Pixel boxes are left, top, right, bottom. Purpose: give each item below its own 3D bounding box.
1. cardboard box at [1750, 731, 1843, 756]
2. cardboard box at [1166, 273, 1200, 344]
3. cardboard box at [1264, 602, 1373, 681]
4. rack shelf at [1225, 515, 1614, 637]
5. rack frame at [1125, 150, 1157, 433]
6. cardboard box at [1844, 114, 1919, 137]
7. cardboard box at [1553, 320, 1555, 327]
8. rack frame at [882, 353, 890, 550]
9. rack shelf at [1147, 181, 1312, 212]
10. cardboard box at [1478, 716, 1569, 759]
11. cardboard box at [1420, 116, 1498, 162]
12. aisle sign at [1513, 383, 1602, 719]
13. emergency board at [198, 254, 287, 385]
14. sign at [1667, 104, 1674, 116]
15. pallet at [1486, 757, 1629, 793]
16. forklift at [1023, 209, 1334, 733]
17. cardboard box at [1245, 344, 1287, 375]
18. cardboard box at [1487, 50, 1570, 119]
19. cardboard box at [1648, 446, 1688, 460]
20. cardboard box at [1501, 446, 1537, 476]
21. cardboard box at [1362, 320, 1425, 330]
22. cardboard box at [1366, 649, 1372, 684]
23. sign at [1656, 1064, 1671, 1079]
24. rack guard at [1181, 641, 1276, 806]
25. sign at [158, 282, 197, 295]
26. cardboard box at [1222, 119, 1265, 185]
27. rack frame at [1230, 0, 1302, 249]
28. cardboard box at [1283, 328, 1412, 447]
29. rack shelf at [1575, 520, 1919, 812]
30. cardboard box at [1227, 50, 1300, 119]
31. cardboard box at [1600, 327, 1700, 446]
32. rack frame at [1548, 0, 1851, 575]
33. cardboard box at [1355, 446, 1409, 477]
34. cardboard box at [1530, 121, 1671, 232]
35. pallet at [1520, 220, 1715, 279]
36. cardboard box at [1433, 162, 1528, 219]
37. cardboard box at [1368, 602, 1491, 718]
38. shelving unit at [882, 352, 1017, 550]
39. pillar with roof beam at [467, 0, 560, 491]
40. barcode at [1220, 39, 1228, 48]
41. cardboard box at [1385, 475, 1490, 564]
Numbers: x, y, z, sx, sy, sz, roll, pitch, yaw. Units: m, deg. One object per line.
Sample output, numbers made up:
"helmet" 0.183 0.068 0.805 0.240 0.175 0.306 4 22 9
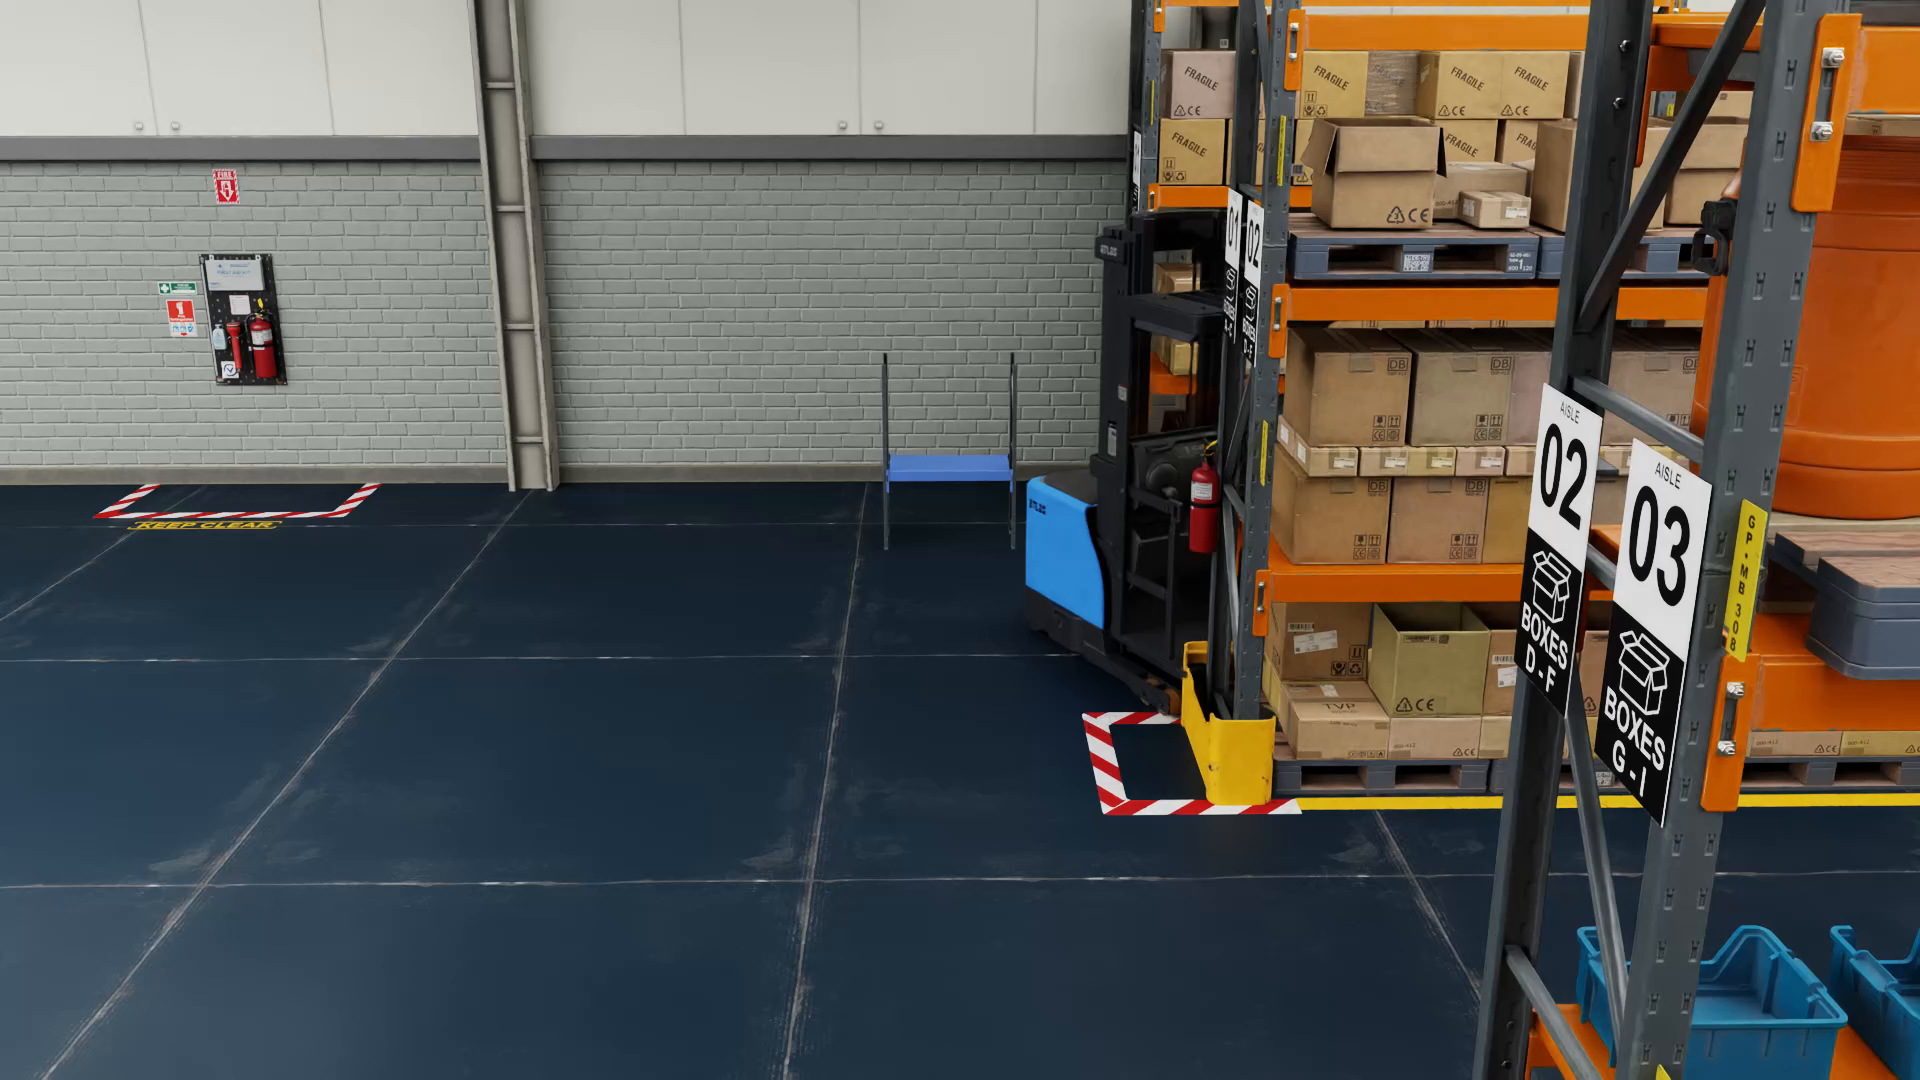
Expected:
"cardboard box" 4.584 0.995 9.348 0.500 0.250 0.500 0 18 -1
"cardboard box" 1.945 -1.882 13.488 0.500 0.500 0.500 0 18 -1
"cardboard box" 2.077 0.496 9.678 0.500 0.500 0.500 0 18 -1
"rack shelf" 3.545 0.170 9.285 4.000 0.370 1.077 0 18 -1
"rack frame" 1.463 -1.676 13.862 0.127 3.000 1.000 0 18 -1
"cardboard box" 5.037 -2.003 8.890 0.500 0.500 0.500 1 18 4
"cardboard box" 4.995 -1.894 13.526 0.500 0.500 0.500 0 18 -1
"rack frame" -0.594 -0.711 13.310 0.032 1.500 0.500 0 18 -1
"rack shelf" 3.463 -2.771 13.544 4.000 0.370 1.077 0 18 -1
"cardboard box" 3.085 1.006 9.316 0.500 0.250 0.500 0 18 -1
"cardboard box" 3.902 -3.090 13.163 0.500 0.500 0.500 -1 18 -3
"aisle sign" 1.543 0.021 4.314 0.004 0.787 0.394 0 18 -1
"emergency board" -6.321 -1.914 14.605 0.643 1.169 0.194 0 18 -1
"sign" 5.479 -3.204 12.868 0.005 0.325 0.100 0 18 -1
"pallet" 3.526 1.143 9.638 1.213 0.211 1.003 0 18 -1
"forklift" 1.582 -0.474 10.228 1.130 2.935 3.031 -9 20 -27
"cardboard box" 2.475 -1.526 13.608 0.500 0.250 0.500 -1 18 -3
"cardboard box" 4.415 -3.566 13.009 0.500 0.500 0.500 1 18 2
"cardboard box" 3.741 -0.464 8.859 0.250 0.149 0.380 0 18 1
"cardboard box" 2.973 -0.461 8.849 0.250 0.149 0.380 -1 18 -3
"cardboard box" 3.472 -1.888 13.507 0.500 0.500 0.500 0 18 1
"cardboard box" 2.577 0.847 9.810 0.500 0.250 0.500 0 18 -1
"sign" 1.624 1.386 3.863 0.005 0.325 0.100 0 18 -1
"rack guard" 1.521 1.027 9.527 0.348 0.500 1.175 0 18 -1
"sign" -6.871 -2.210 14.600 0.331 0.109 0.001 0 18 -1
"cardboard box" 2.339 -3.078 13.126 0.500 0.500 0.500 1 18 3
"rack frame" 1.545 -3.020 8.229 0.127 3.000 1.000 0 18 -1
"cardboard box" 2.065 -0.827 8.928 0.500 0.500 0.700 0 18 -1
"rack shelf" 3.619 0.254 4.111 4.000 0.370 1.077 0 18 -1
"cardboard box" 2.355 -3.552 12.967 0.500 0.500 0.500 0 18 -1
"cardboard box" 3.596 -0.836 8.957 0.500 0.500 0.700 0 18 -1
"rack frame" 1.620 -1.507 3.513 0.127 3.000 1.000 0 18 -1
"cardboard box" 2.205 -0.458 8.839 0.250 0.149 0.380 -1 18 -2
"cardboard box" 3.210 -1.830 8.351 0.500 0.500 0.500 0 18 -1
"pallet" 3.476 -1.552 8.708 1.213 0.211 1.003 0 18 -1
"cardboard box" 2.692 -1.873 8.893 0.500 0.250 0.500 0 18 -1
"cardboard box" 2.585 0.651 9.192 0.500 0.500 0.500 0 18 -1
"shelving unit" -0.085 -0.714 13.317 1.048 1.500 0.538 0 18 -1
"pillar with roof beam" -3.782 -3.457 9.591 0.400 9.000 9.100 0 18 -1
"barcode" 2.165 -4.070 13.631 0.075 0.075 0.001 0 18 -1
"cardboard box" 2.537 -0.213 9.138 0.500 0.500 0.700 0 18 1
